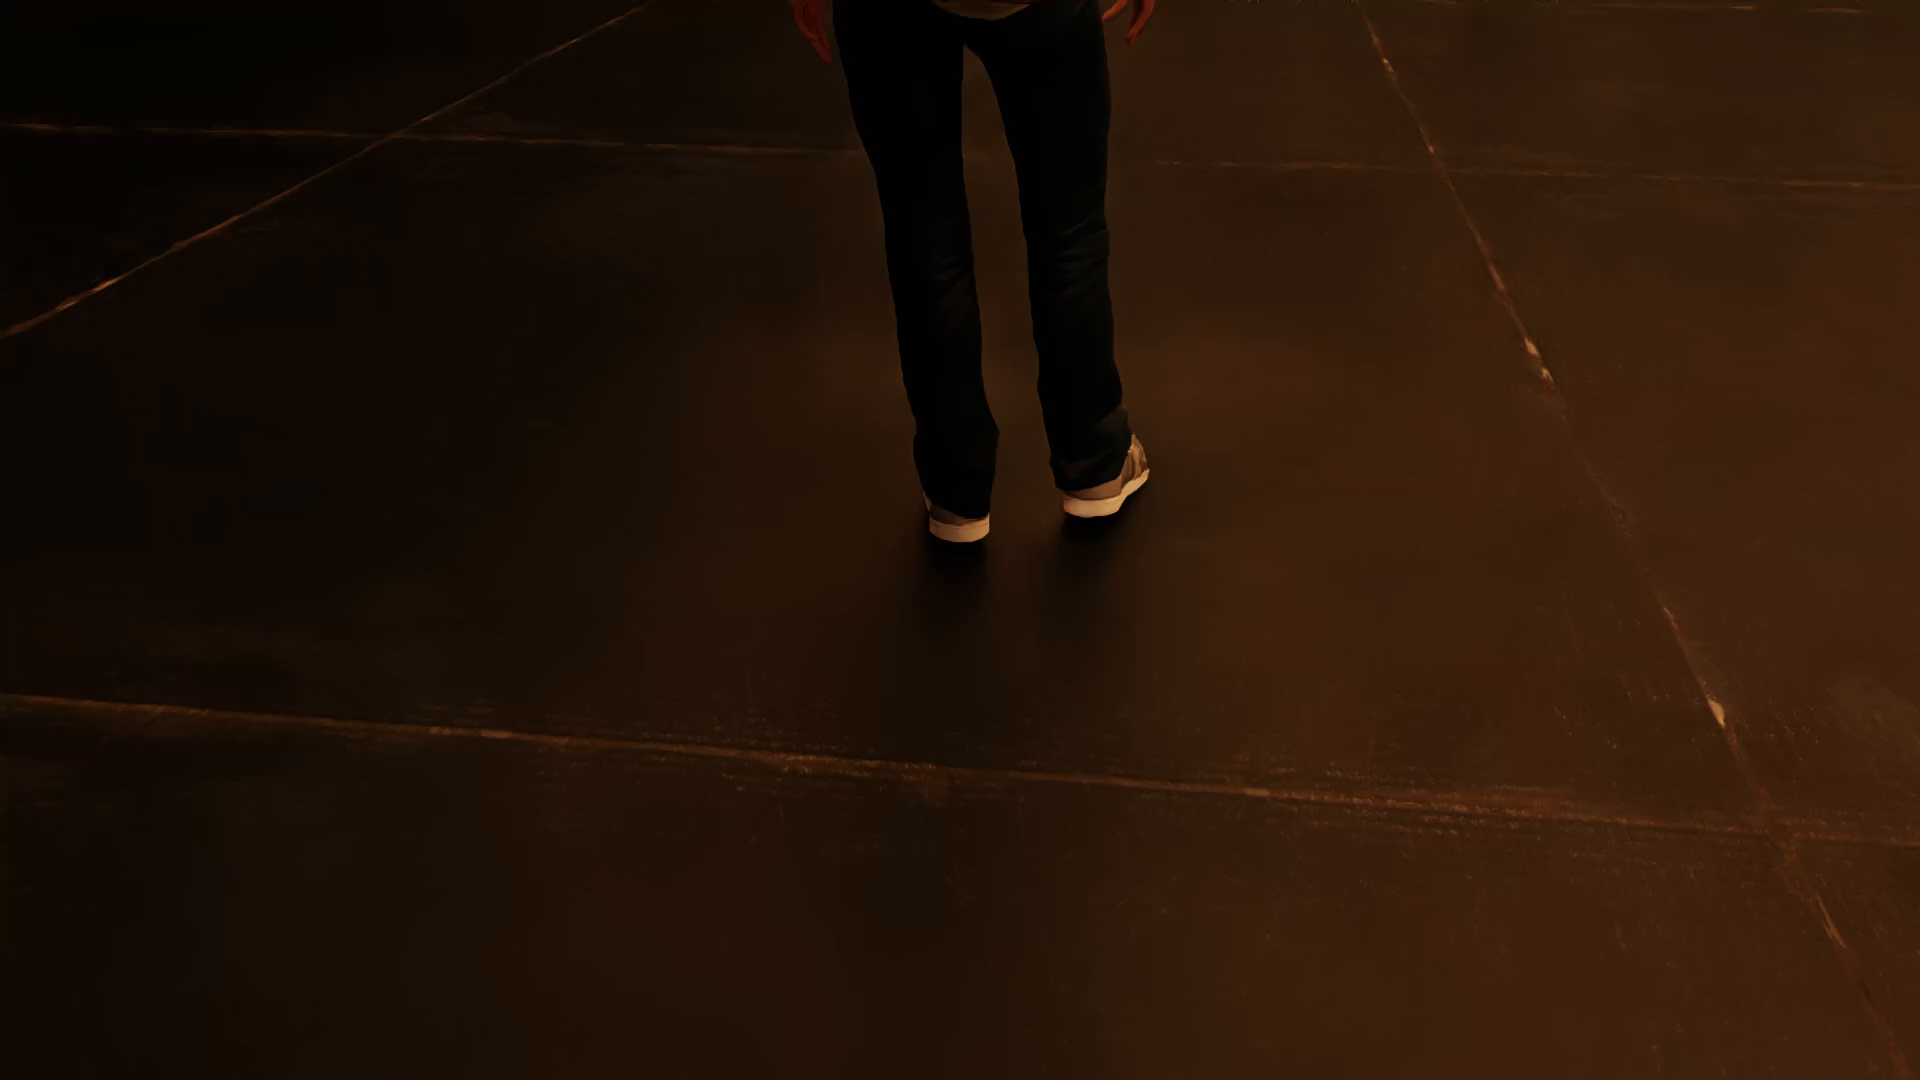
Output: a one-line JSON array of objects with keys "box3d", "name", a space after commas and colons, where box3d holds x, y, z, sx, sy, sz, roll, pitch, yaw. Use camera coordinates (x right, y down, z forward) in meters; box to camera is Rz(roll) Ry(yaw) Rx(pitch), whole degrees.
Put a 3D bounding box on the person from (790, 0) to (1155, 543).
[{"box3d": [0.023, -0.753, 2.204, 0.520, 1.597, 0.474, 3, 27, 7], "name": "person"}]
